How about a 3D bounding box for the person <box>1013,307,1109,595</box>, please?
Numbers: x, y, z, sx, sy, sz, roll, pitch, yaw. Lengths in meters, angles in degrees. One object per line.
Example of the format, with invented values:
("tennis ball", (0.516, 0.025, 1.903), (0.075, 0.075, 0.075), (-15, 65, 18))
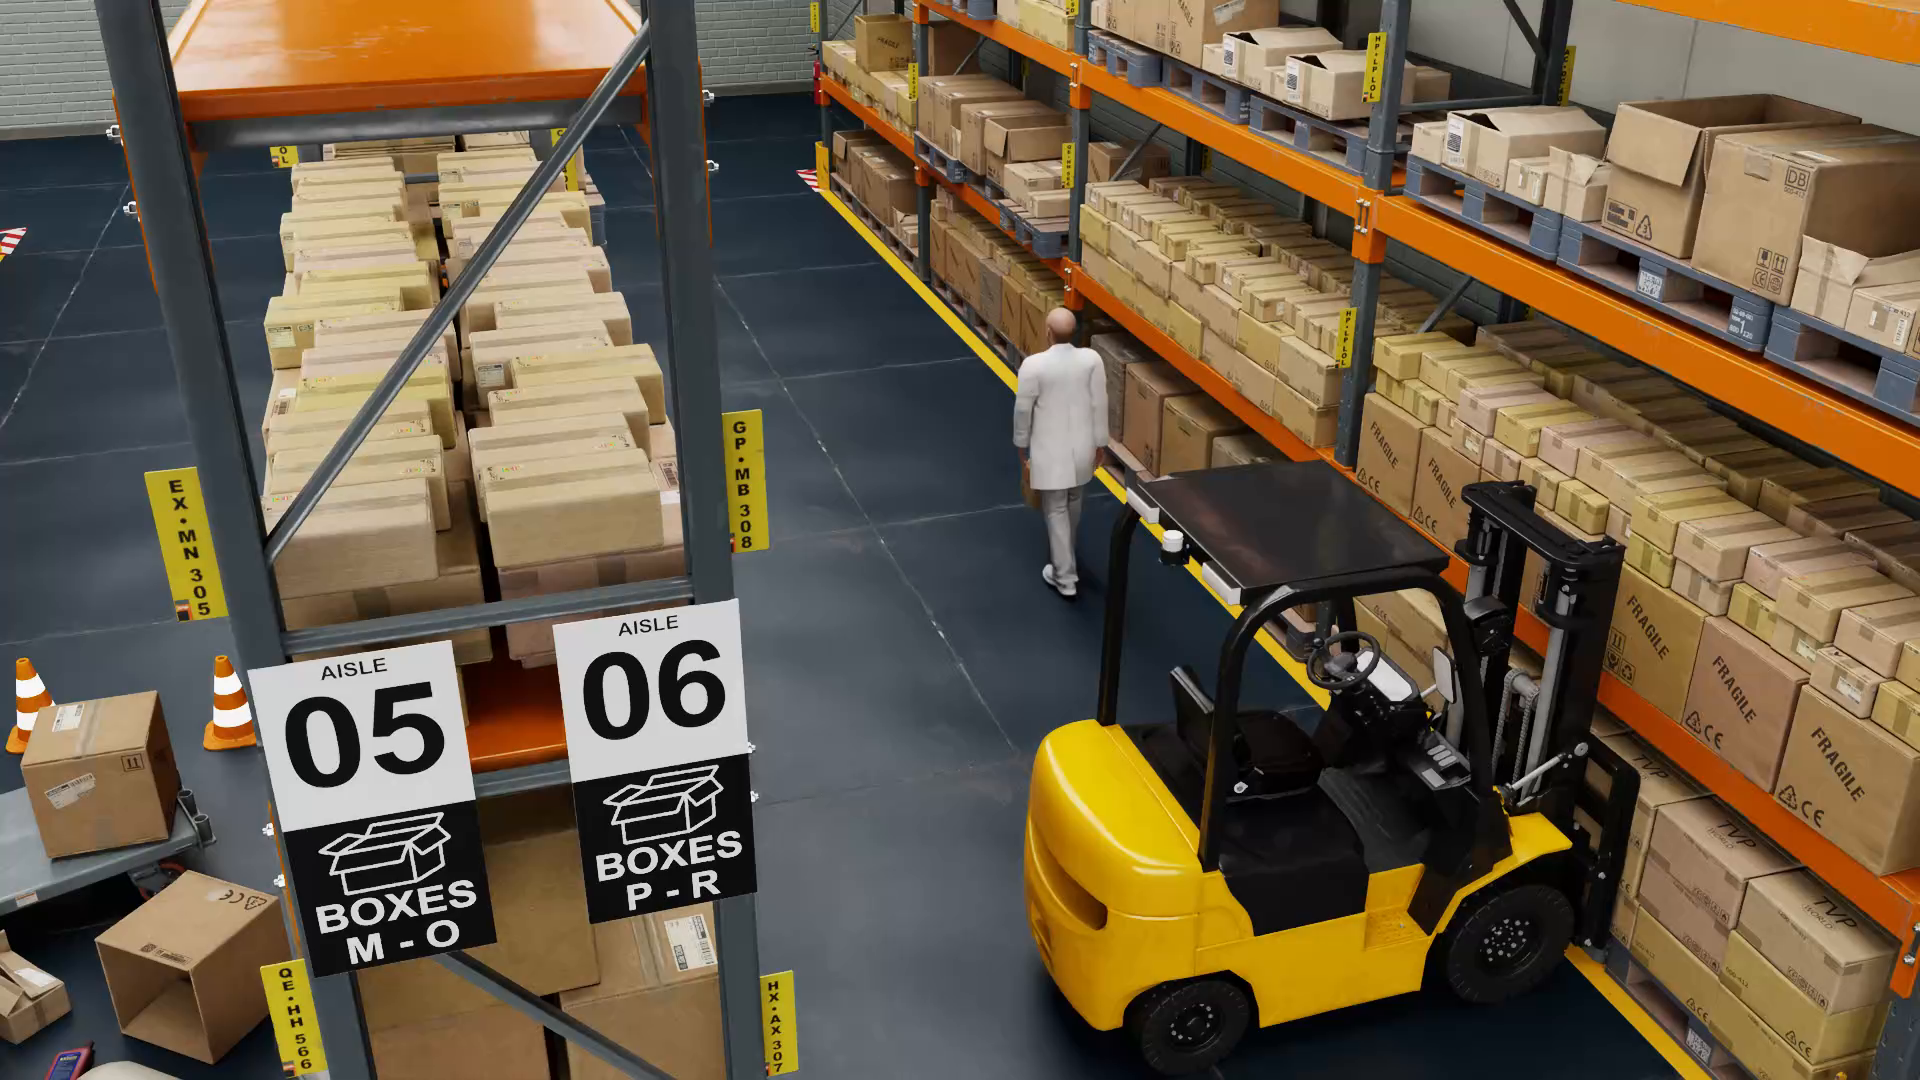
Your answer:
("person", (0.590, -0.612, 10.350), (0.588, 1.755, 0.847), (-8, 27, -17))
